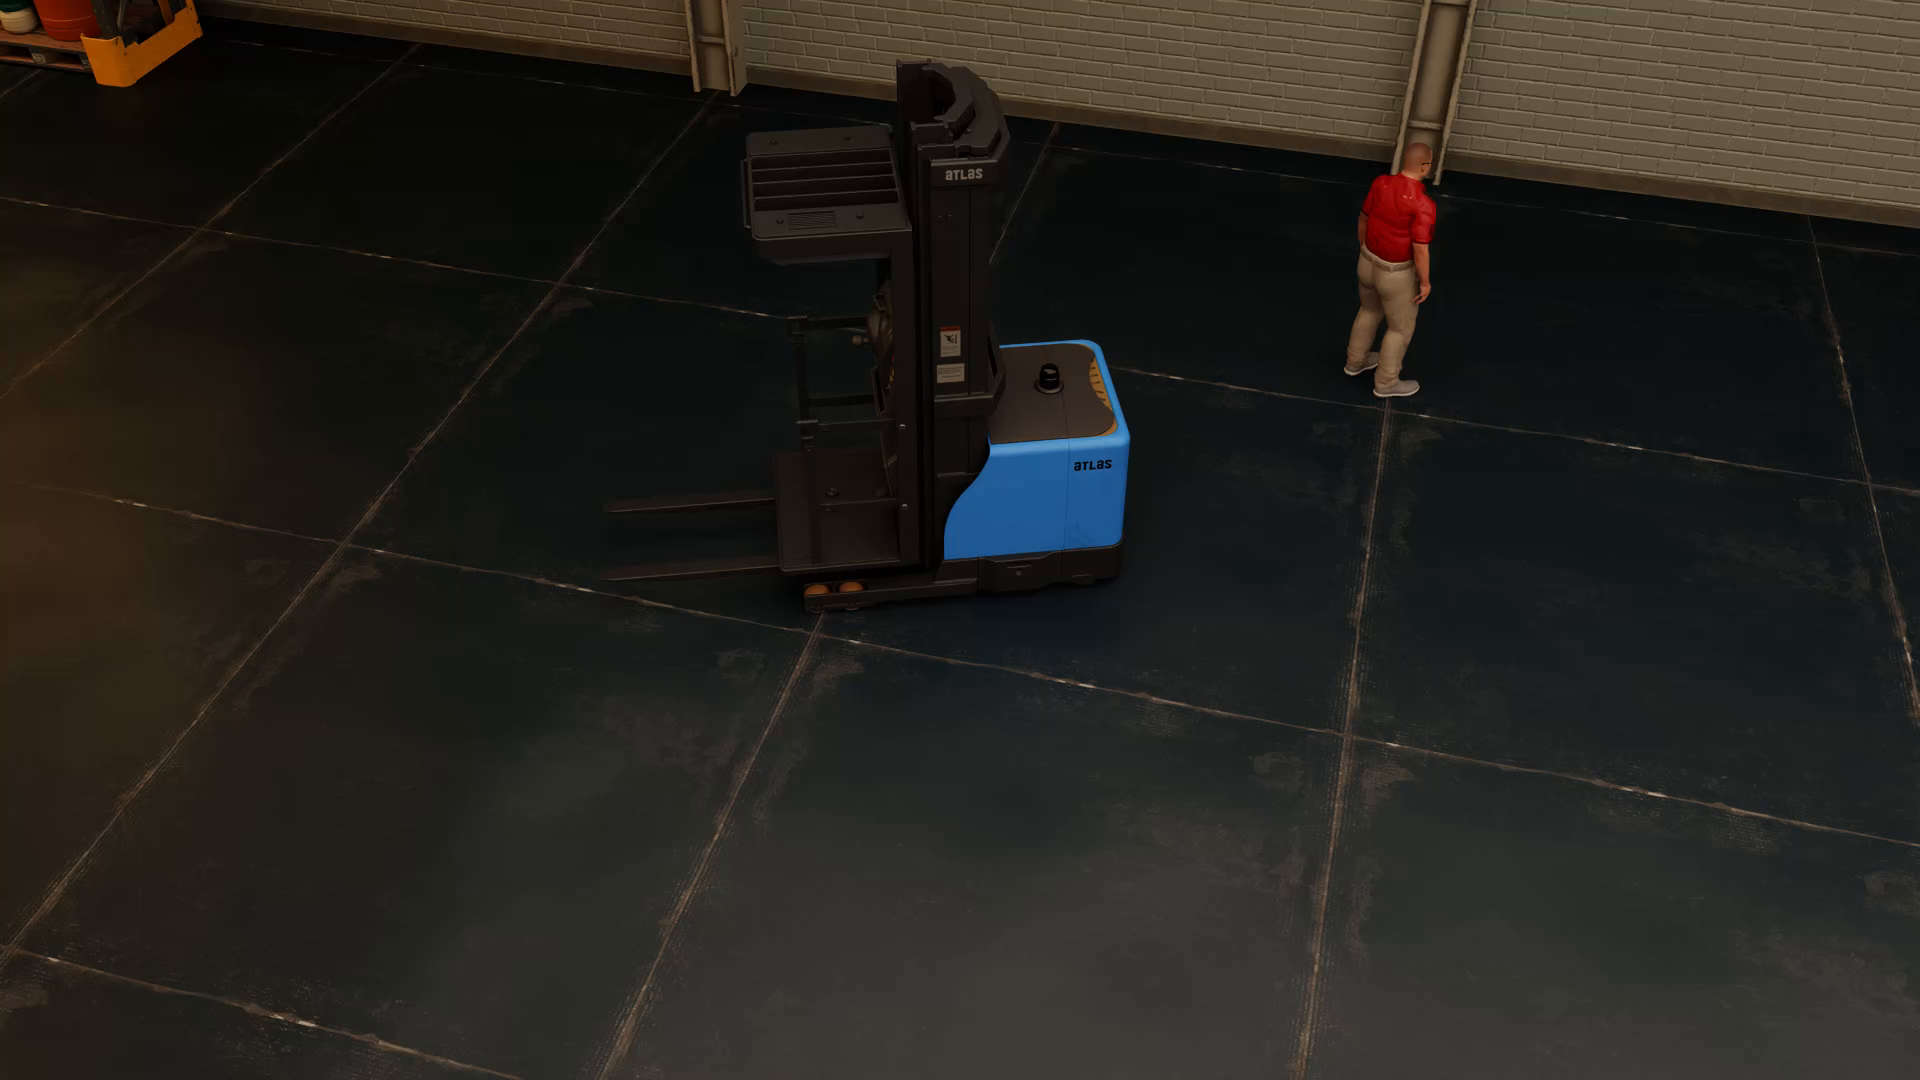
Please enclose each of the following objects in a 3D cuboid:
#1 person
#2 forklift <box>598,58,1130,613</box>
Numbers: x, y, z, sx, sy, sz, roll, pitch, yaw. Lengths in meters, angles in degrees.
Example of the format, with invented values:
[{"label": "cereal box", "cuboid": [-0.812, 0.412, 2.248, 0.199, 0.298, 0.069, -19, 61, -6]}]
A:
[{"label": "person", "cuboid": [2.807, -1.757, 10.777, 0.394, 1.727, 0.607, -23, 46, -24]}, {"label": "forklift", "cuboid": [-0.604, -1.052, 9.062, 3.031, 2.935, 1.130, -5, 41, -5]}]
